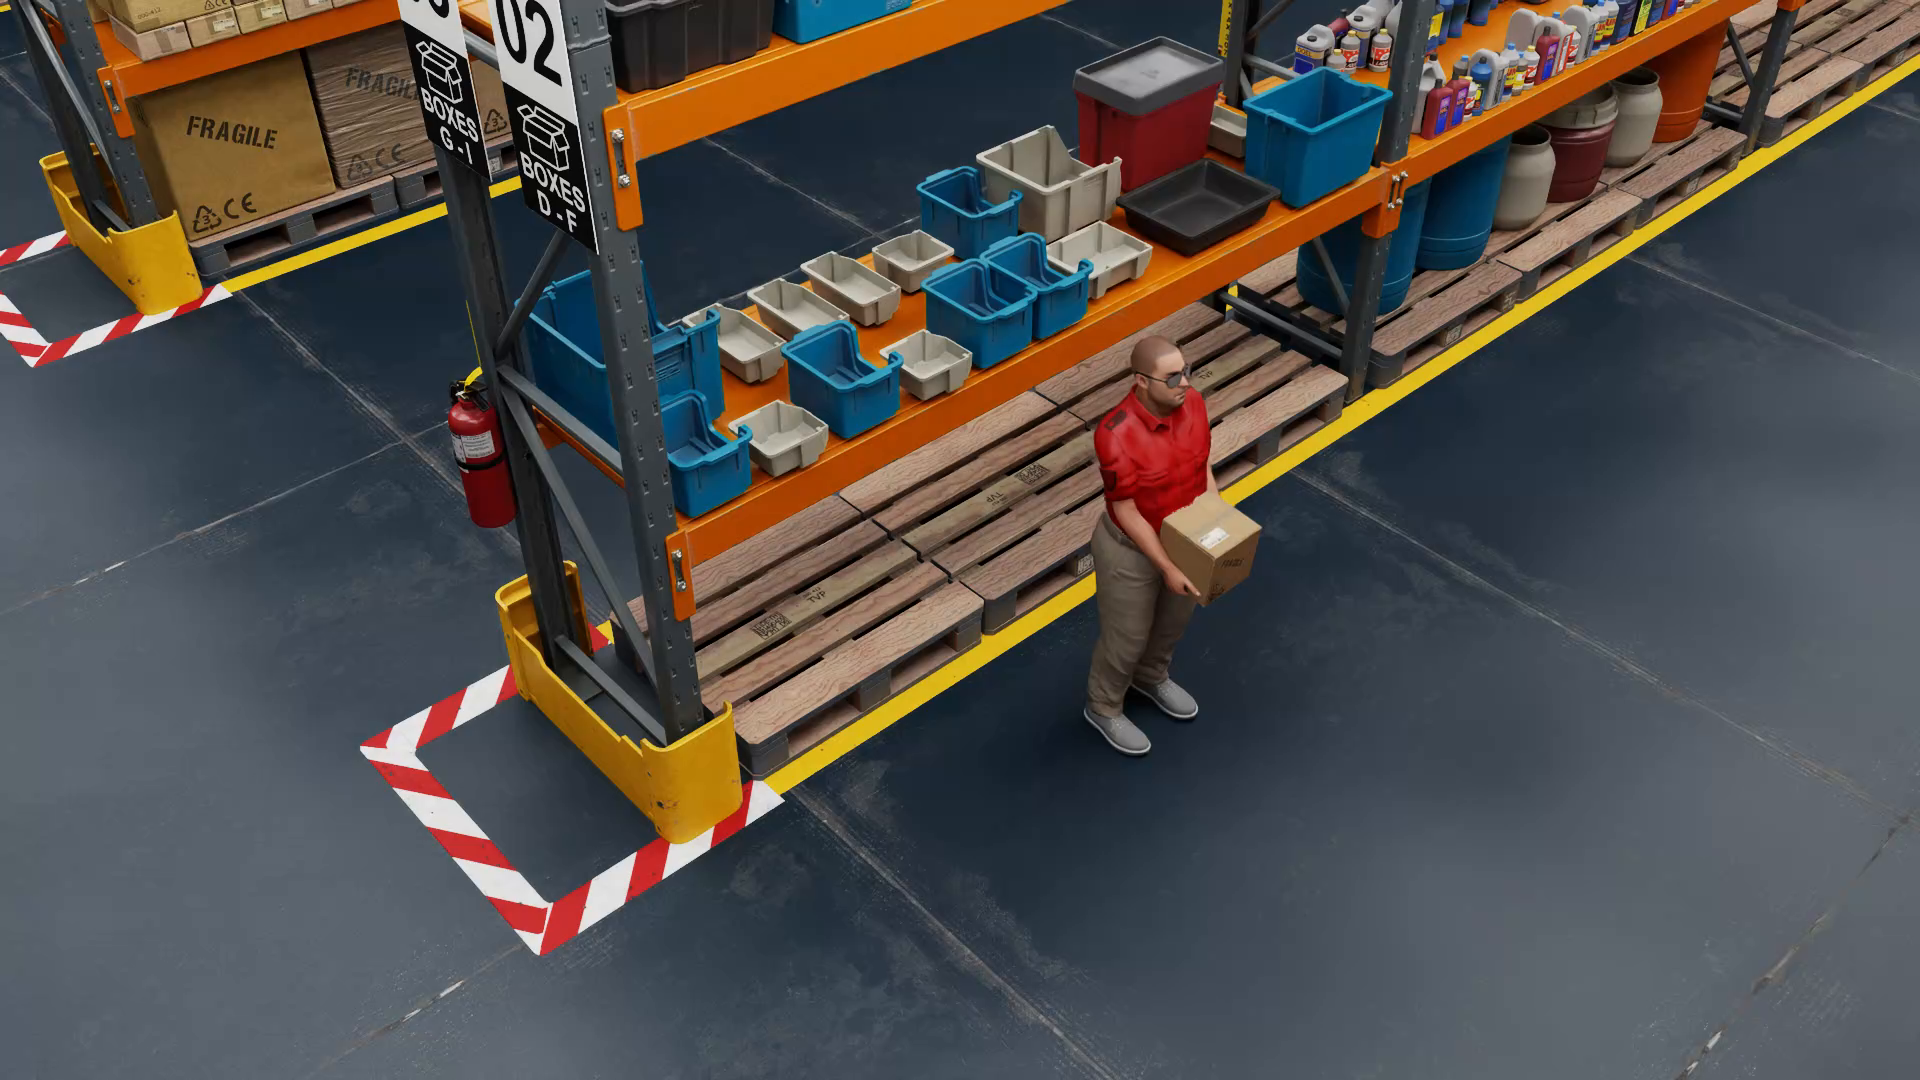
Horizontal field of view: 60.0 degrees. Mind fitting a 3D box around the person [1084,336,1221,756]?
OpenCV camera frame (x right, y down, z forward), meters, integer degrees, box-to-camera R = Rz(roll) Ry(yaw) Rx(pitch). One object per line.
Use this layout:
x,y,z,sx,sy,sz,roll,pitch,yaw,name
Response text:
0.768,0.057,6.104,0.504,1.719,0.535,-30,48,-31,person
